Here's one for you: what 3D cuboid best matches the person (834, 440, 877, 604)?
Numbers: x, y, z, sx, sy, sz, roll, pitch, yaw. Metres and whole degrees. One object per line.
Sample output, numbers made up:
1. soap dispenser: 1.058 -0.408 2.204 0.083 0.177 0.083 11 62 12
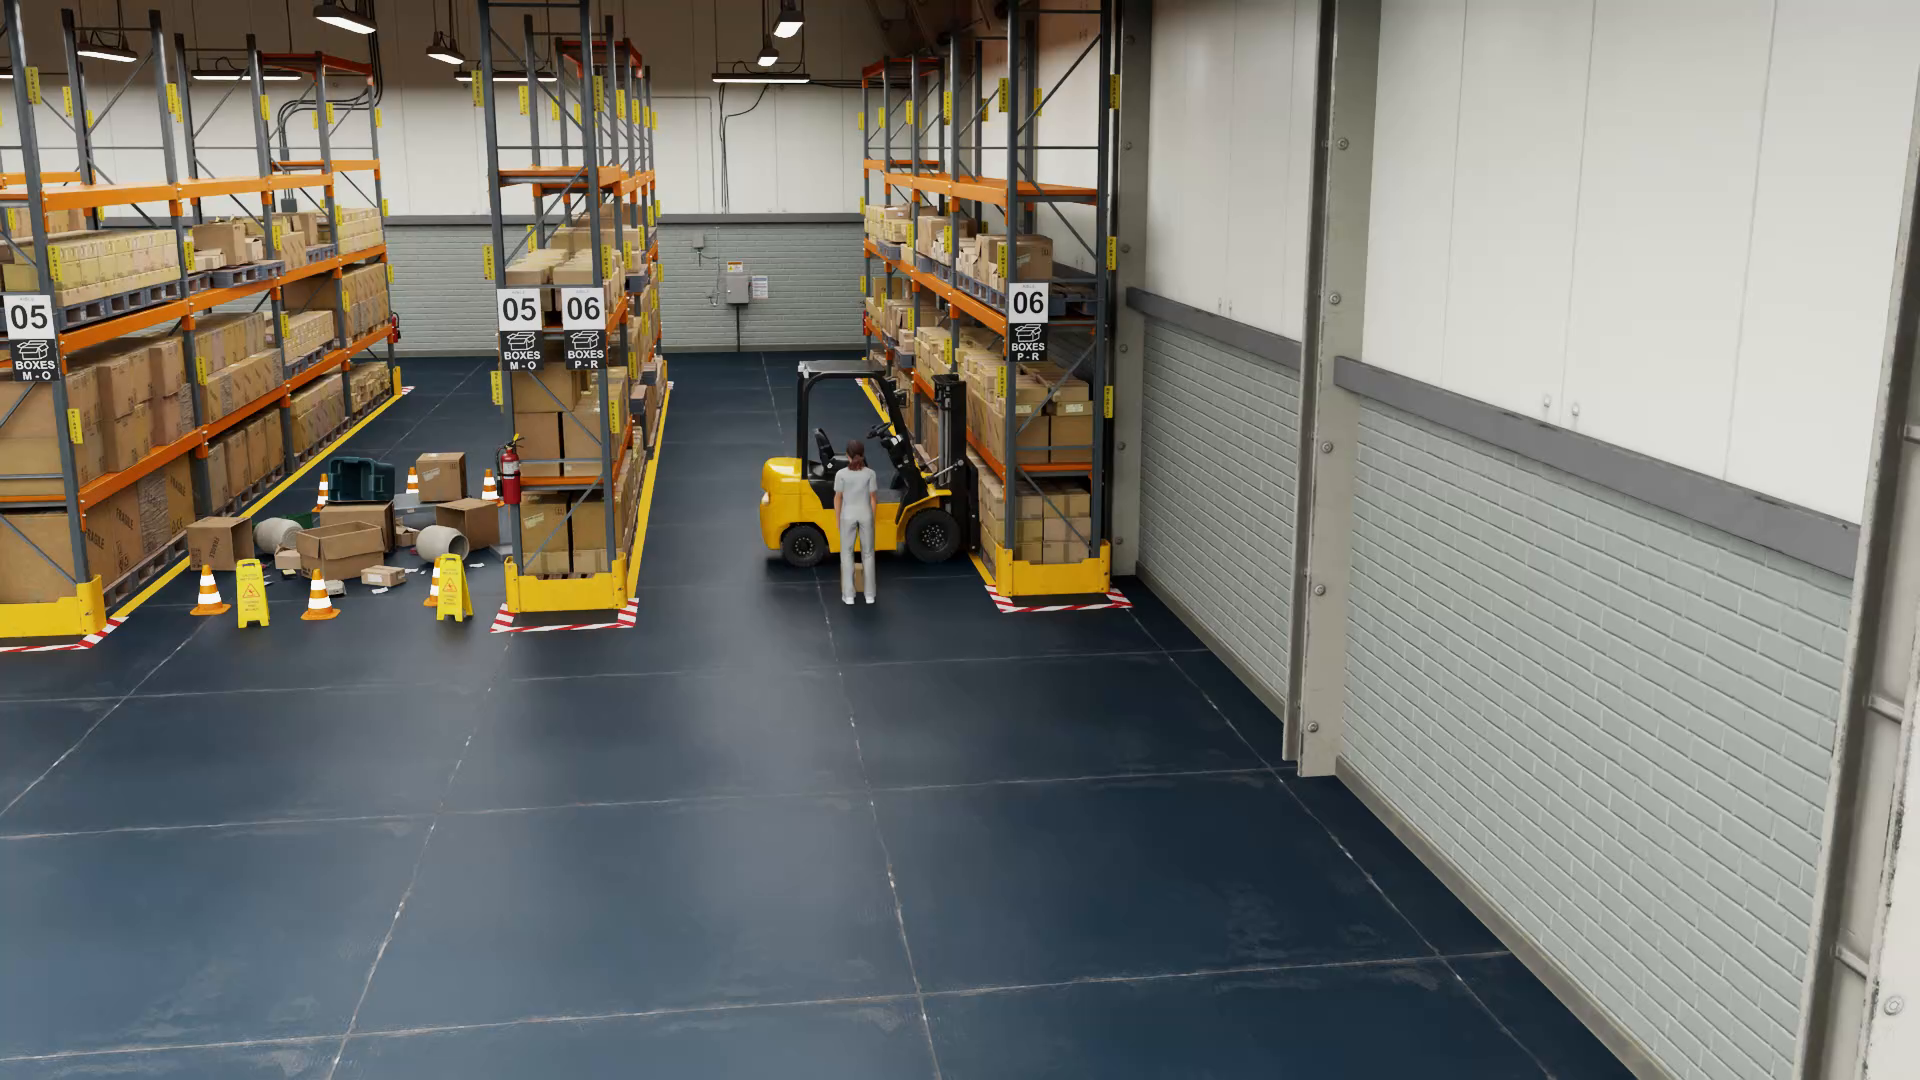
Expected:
1. person: -1.049 -0.183 16.781 0.439 1.672 0.363 -2 13 -7
